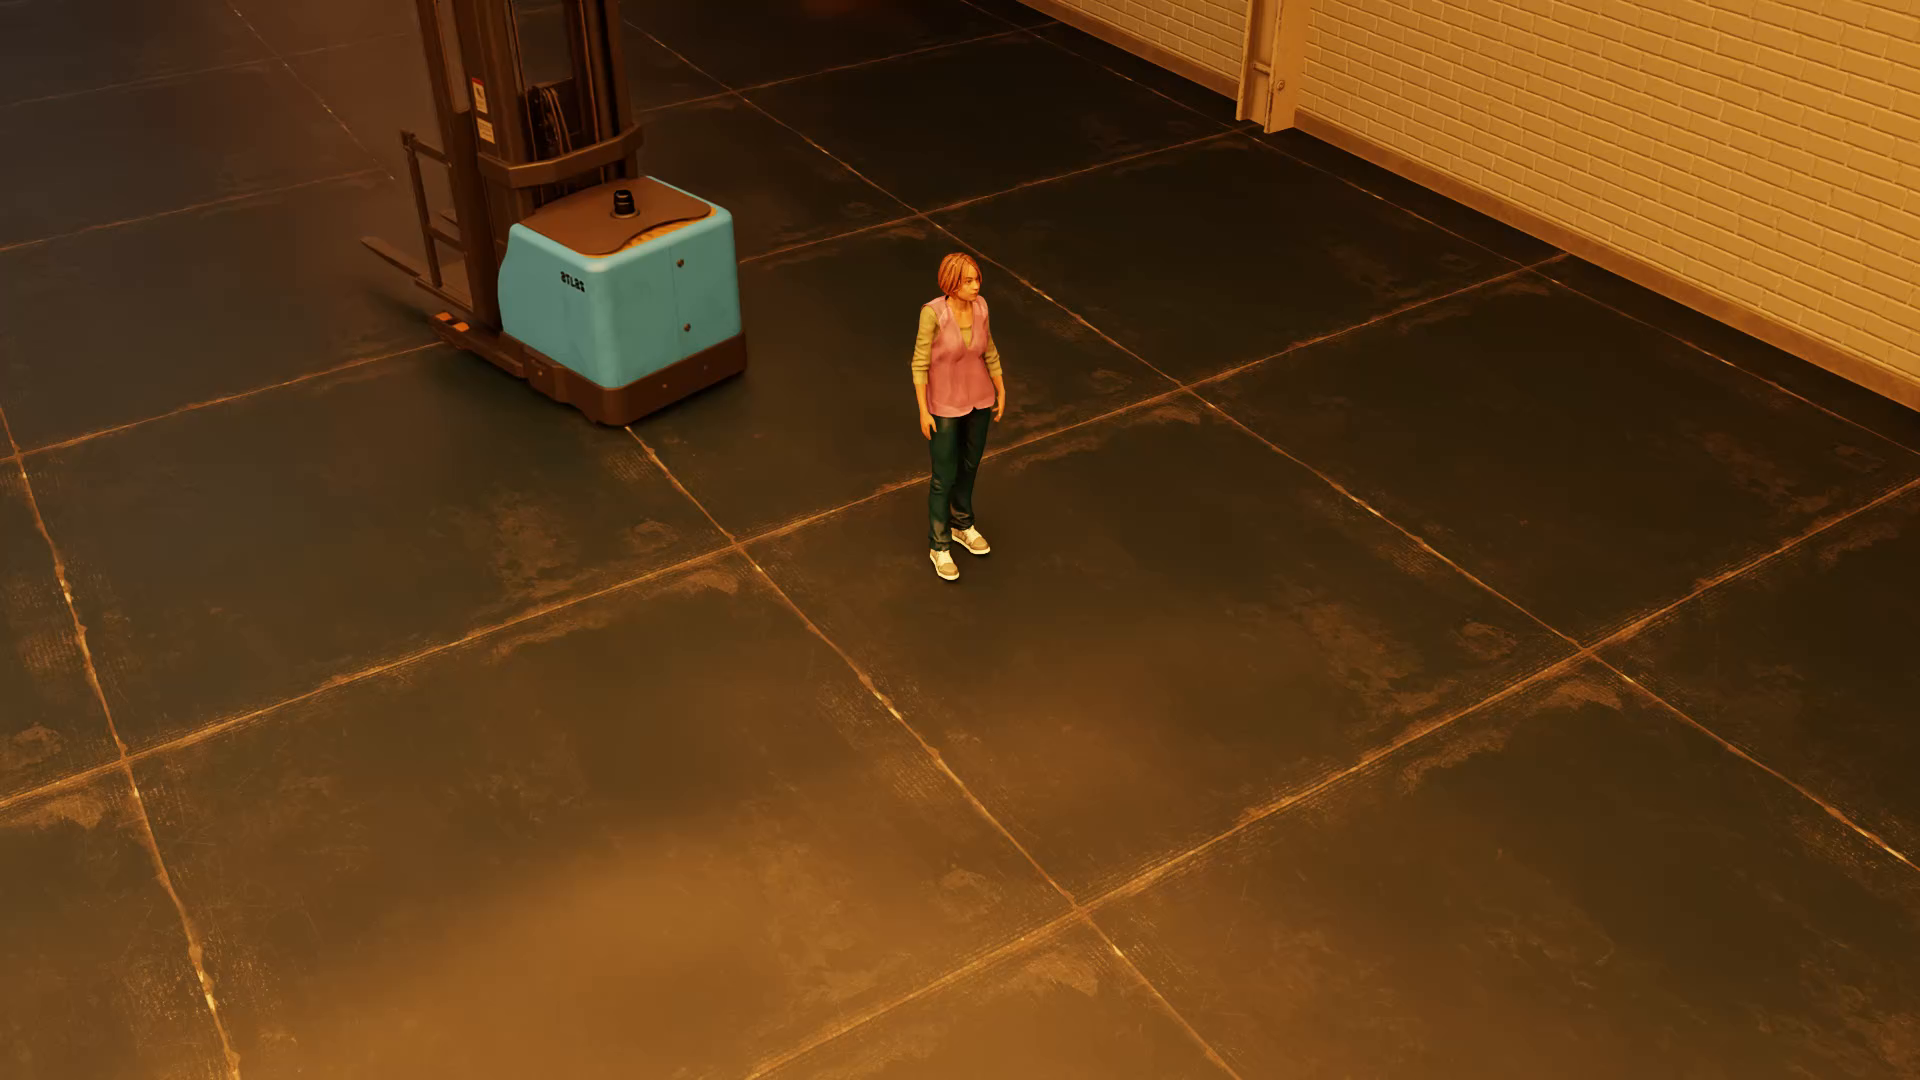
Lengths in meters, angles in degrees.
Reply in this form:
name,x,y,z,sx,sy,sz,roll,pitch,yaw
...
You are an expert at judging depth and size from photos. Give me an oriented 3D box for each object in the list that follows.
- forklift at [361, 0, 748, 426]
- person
name,x,y,z,sx,sy,sz,roll,pitch,yaw
forklift,-2.705,-2.583,9.823,3.031,2.935,1.130,28,44,34
person,0.029,-0.619,8.176,0.520,1.599,0.473,-21,40,-27
